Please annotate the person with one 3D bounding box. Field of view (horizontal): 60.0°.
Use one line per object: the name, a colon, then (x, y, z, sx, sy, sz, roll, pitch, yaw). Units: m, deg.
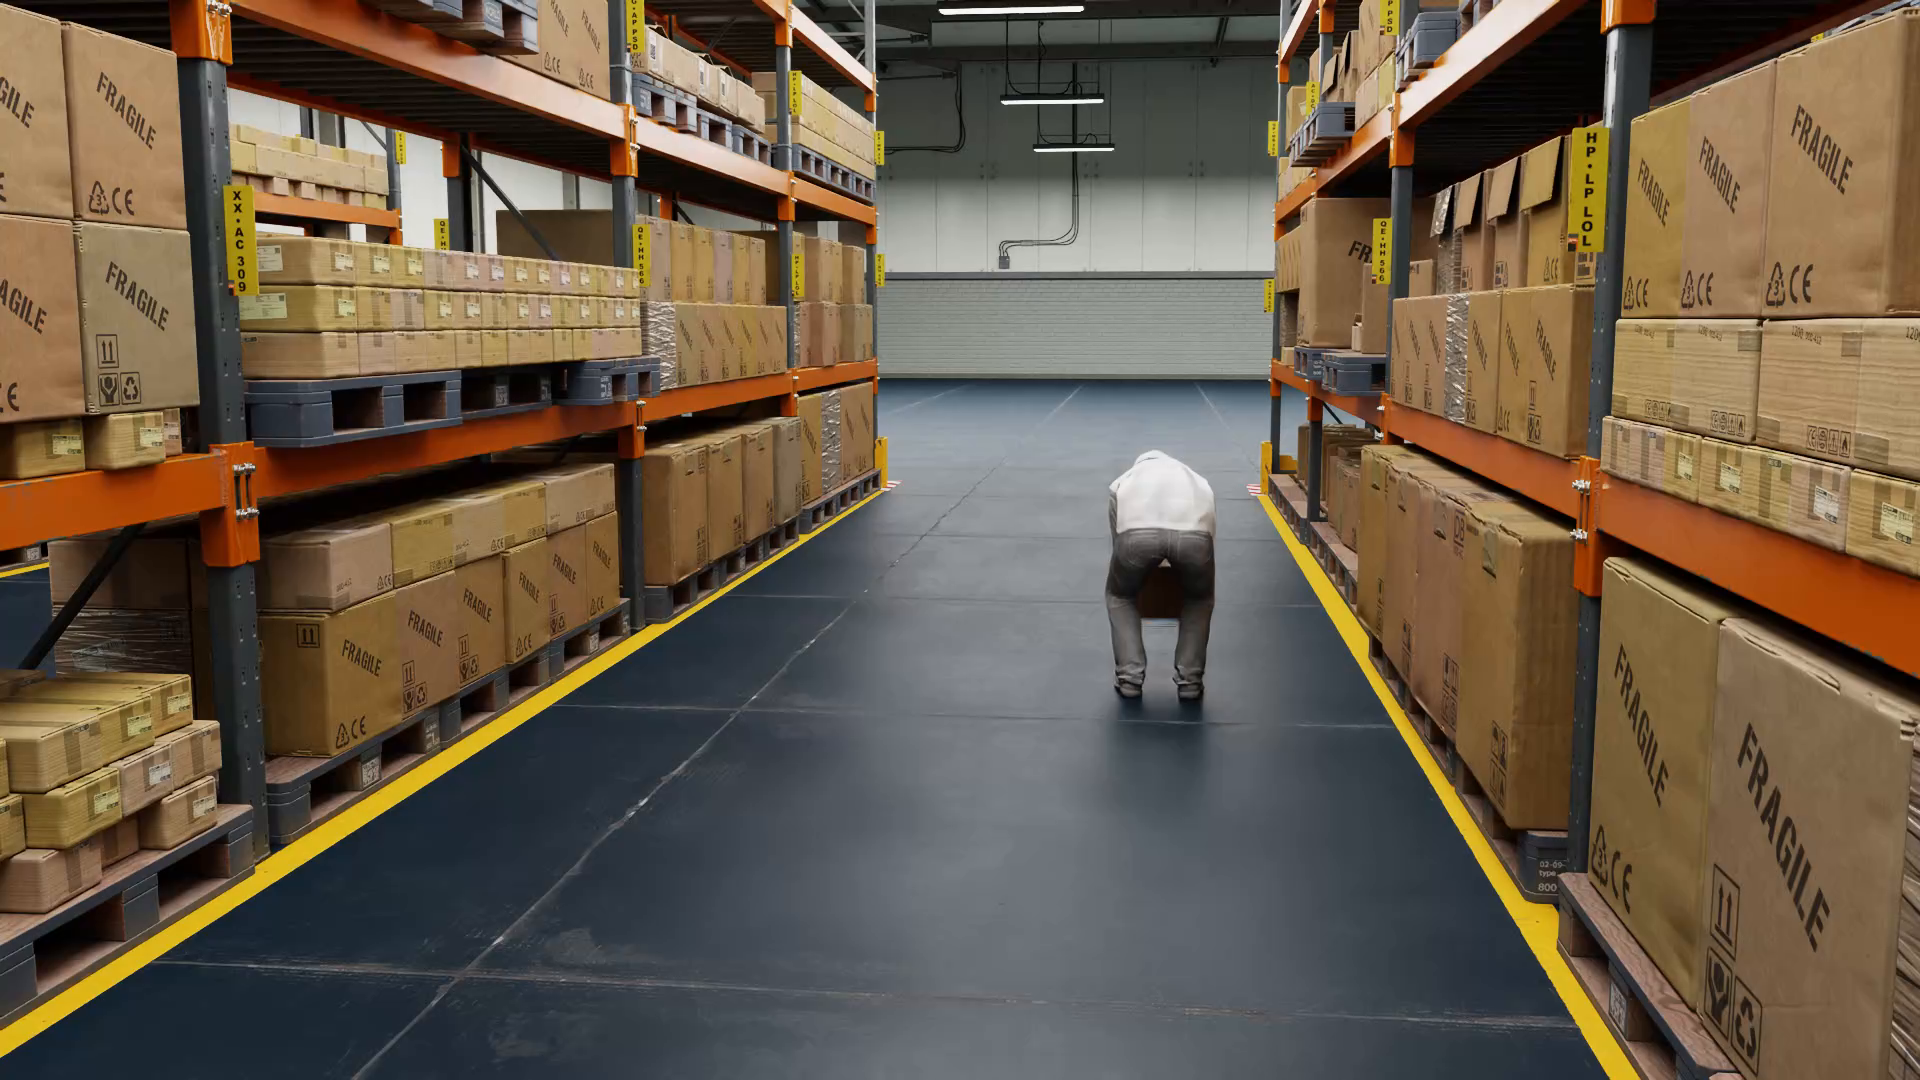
person: (0.931, 0.145, 7.776, 0.506, 1.071, 0.997, 0, 8, 4)
